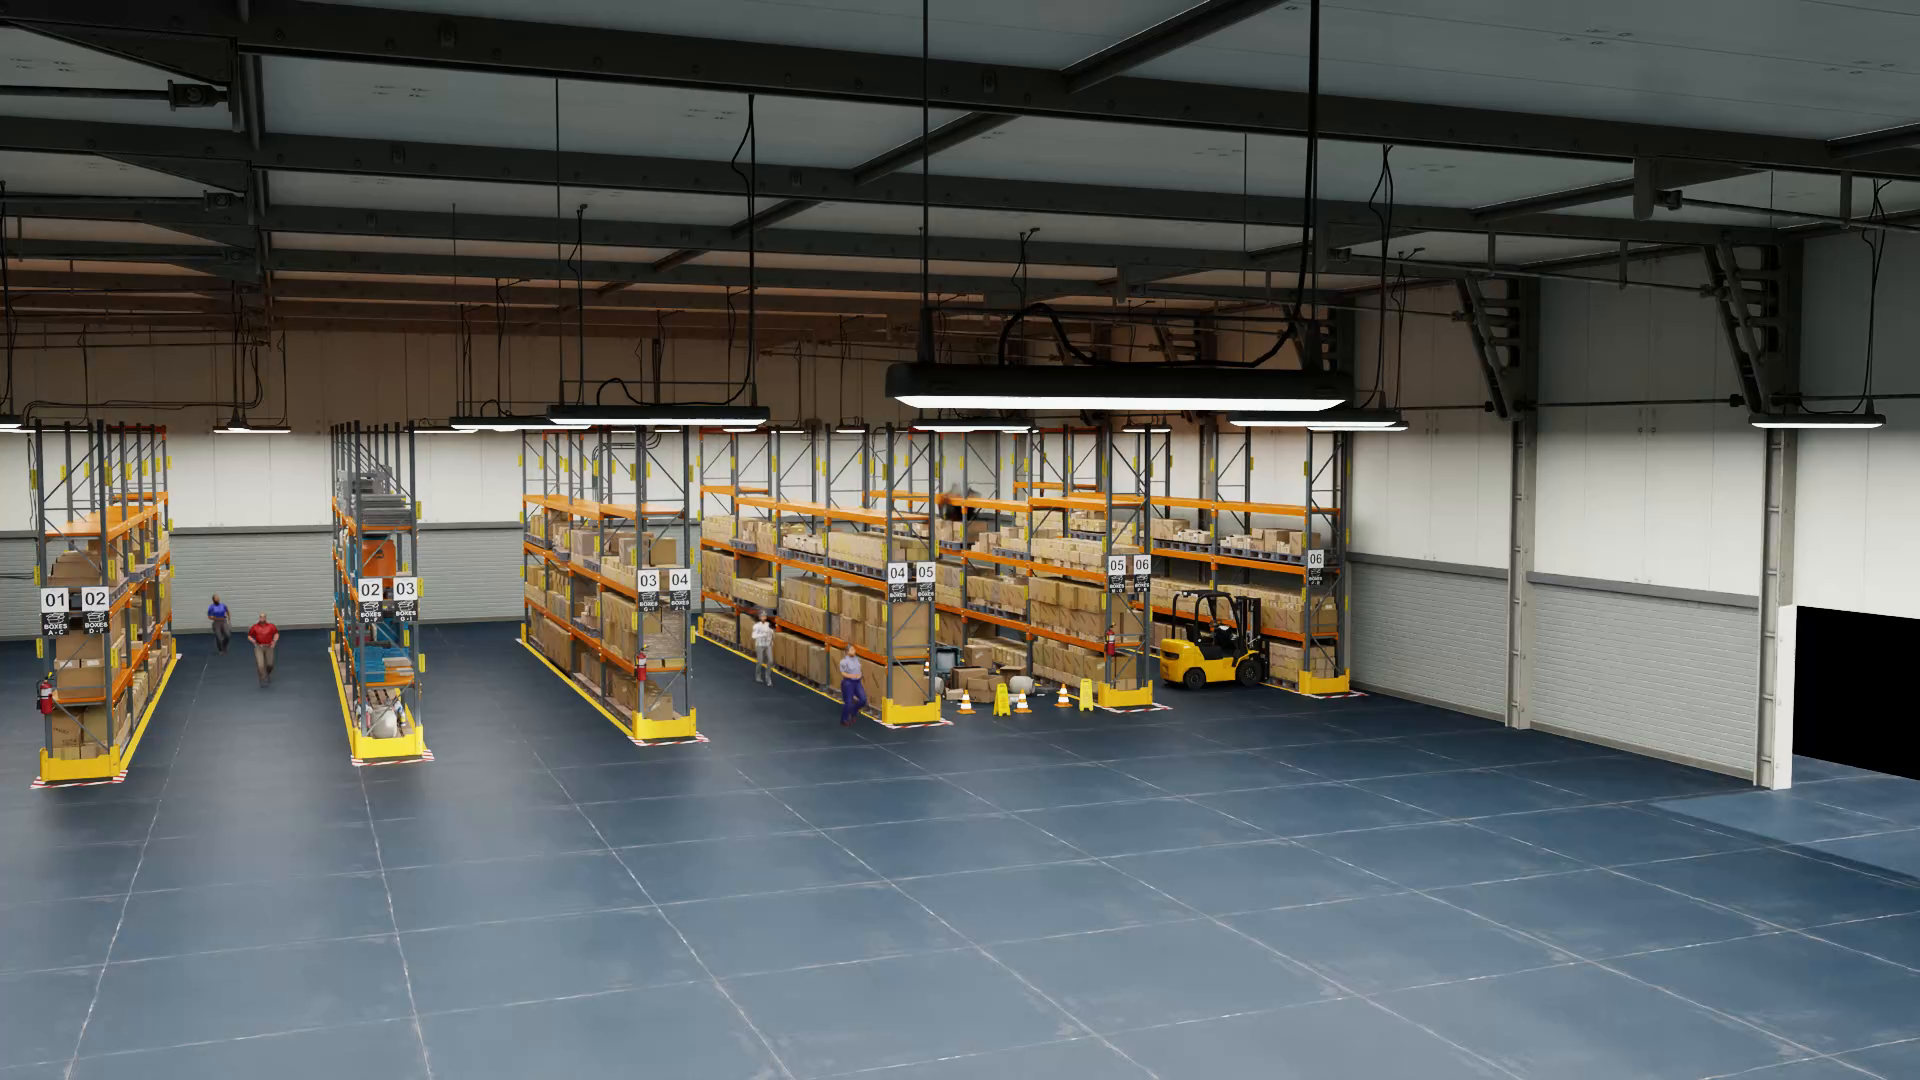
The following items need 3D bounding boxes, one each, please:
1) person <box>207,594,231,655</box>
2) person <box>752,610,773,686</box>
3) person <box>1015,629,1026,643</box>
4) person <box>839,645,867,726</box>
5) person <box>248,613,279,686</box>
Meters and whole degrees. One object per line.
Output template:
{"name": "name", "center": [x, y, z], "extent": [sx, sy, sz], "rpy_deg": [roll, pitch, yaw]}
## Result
{"name": "person", "center": [-19.270, 2.210, 43.305], "extent": [0.584, 1.590, 0.537], "rpy_deg": [-3, 5, -39]}
{"name": "person", "center": [-4.521, 2.480, 38.310], "extent": [0.591, 1.741, 0.704], "rpy_deg": [-2, 4, -26]}
{"name": "person", "center": [1.734, 2.026, 44.897], "extent": [0.686, 1.722, 0.589], "rpy_deg": [-1, 4, -20]}
{"name": "person", "center": [-2.107, 2.874, 32.742], "extent": [0.589, 1.590, 0.601], "rpy_deg": [-4, 5, -45]}
{"name": "person", "center": [-15.924, 2.503, 38.037], "extent": [0.657, 1.677, 0.617], "rpy_deg": [-2, 4, -25]}
